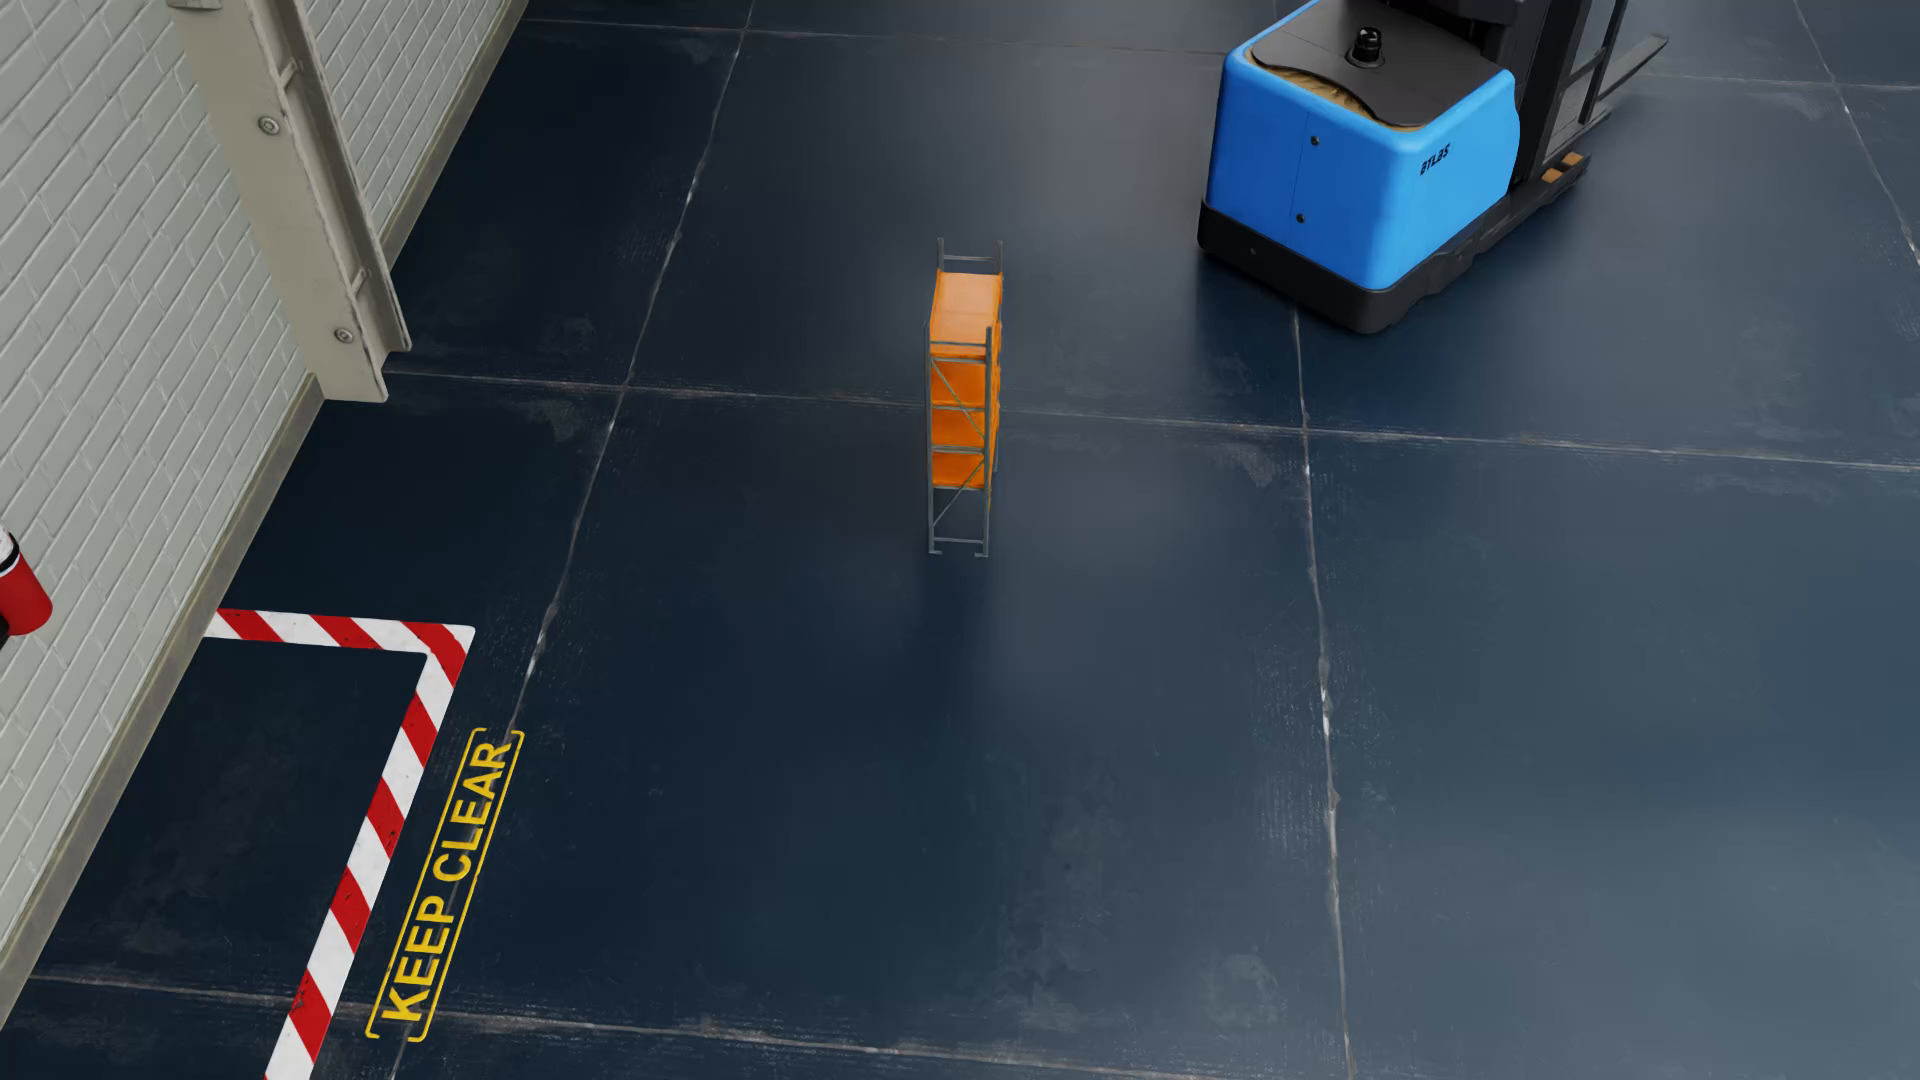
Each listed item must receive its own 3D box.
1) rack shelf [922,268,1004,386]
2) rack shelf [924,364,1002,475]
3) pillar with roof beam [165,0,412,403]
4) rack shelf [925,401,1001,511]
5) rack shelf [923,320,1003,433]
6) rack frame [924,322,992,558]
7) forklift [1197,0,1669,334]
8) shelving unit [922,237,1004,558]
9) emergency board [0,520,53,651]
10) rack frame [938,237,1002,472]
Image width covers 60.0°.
[{"bbox_3d":[0.015,-0.792,6.154,0.258,0.148,0.480,4,48,4],"label":"rack shelf"},{"bbox_3d":[0.015,-0.481,6.494,0.258,0.148,0.480,4,48,4],"label":"rack shelf"},{"bbox_3d":[1.616,-3.509,3.887,9.100,9.000,0.400,4,48,4],"label":"pillar with roof beam"},{"bbox_3d":[0.015,-0.347,6.641,0.258,0.148,0.480,4,48,4],"label":"rack shelf"},{"bbox_3d":[0.015,-0.632,6.329,0.258,0.148,0.480,4,48,4],"label":"rack shelf"},{"bbox_3d":[-0.007,-0.347,6.280,0.240,1.200,0.015,4,48,4],"label":"rack frame"},{"bbox_3d":[2.525,-2.914,7.455,1.130,2.935,3.031,36,57,28],"label":"forklift"},{"bbox_3d":[0.015,-0.527,6.444,0.258,1.200,0.503,4,48,4],"label":"shelving unit"},{"bbox_3d":[-2.934,0.039,4.707,0.194,1.169,0.643,4,48,4],"label":"emergency board"},{"bbox_3d":[0.037,-0.706,6.608,0.240,1.200,0.015,4,48,4],"label":"rack frame"}]
